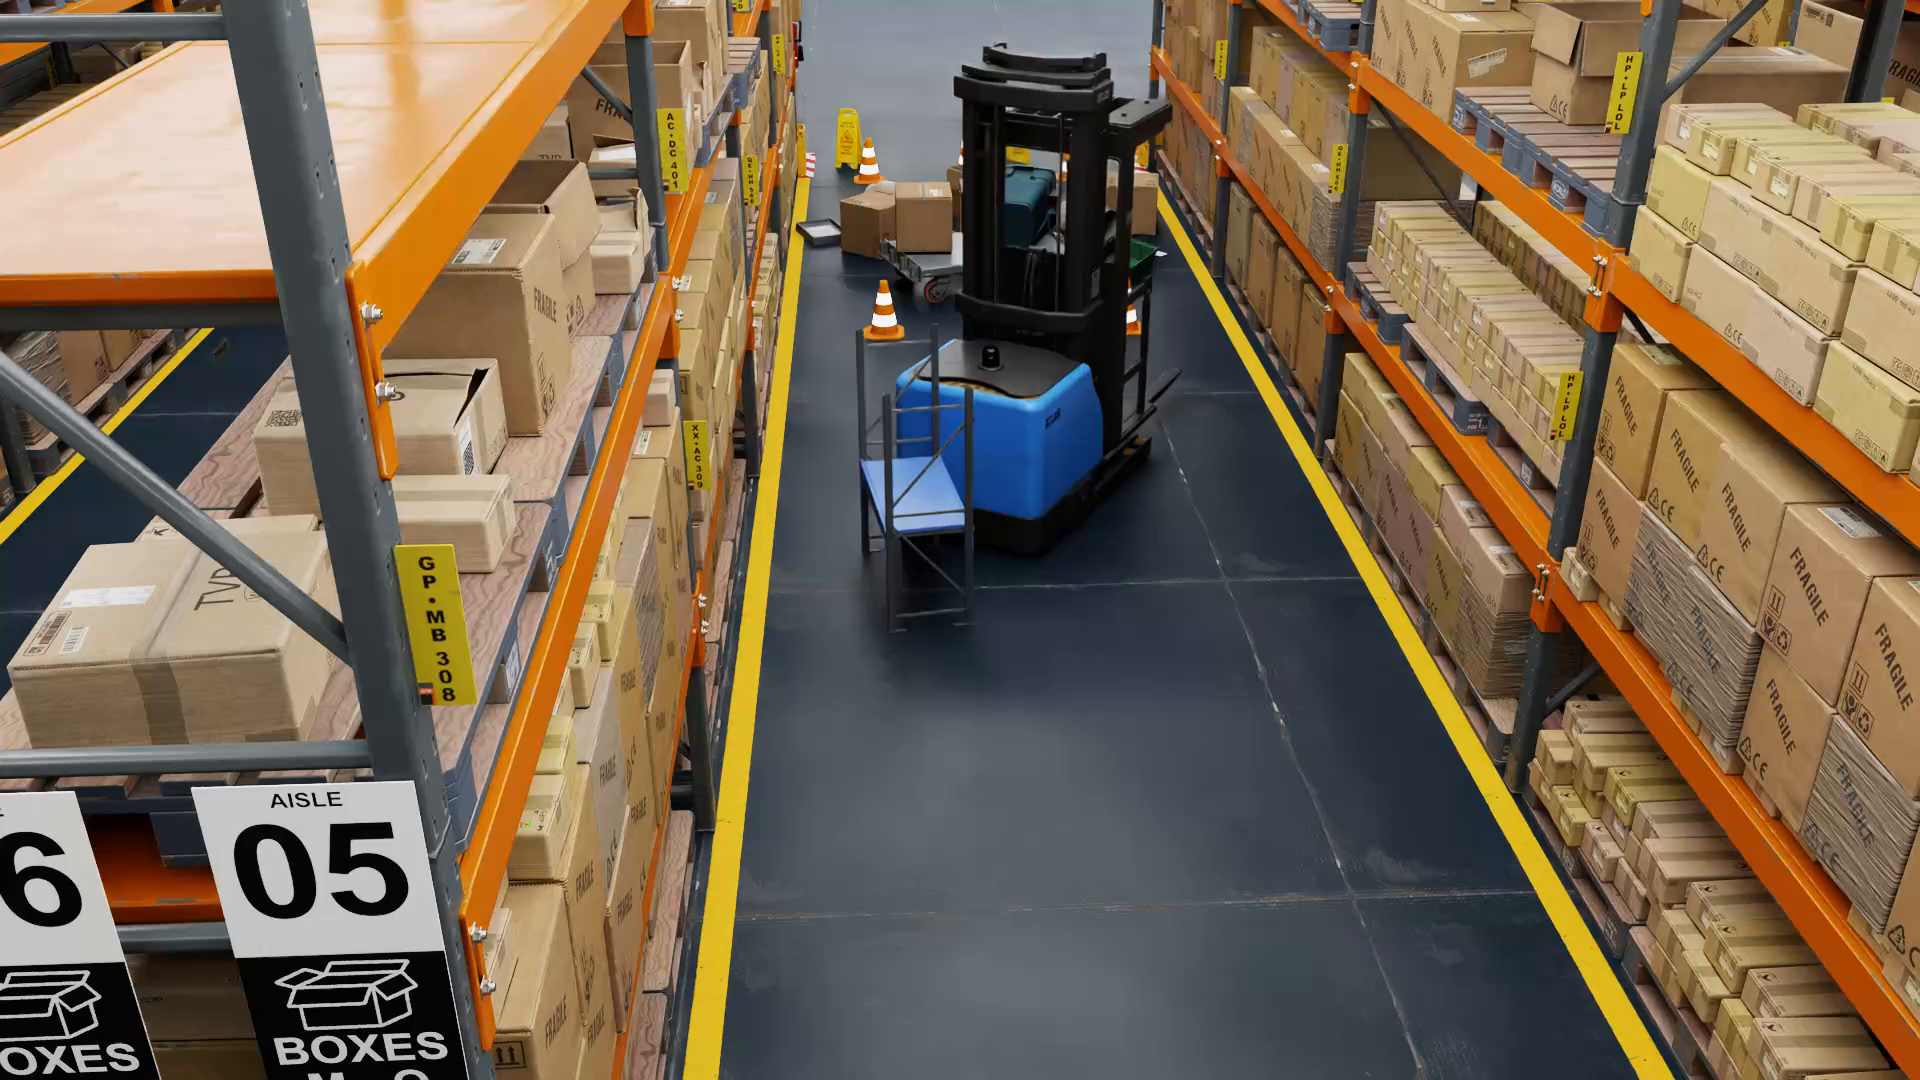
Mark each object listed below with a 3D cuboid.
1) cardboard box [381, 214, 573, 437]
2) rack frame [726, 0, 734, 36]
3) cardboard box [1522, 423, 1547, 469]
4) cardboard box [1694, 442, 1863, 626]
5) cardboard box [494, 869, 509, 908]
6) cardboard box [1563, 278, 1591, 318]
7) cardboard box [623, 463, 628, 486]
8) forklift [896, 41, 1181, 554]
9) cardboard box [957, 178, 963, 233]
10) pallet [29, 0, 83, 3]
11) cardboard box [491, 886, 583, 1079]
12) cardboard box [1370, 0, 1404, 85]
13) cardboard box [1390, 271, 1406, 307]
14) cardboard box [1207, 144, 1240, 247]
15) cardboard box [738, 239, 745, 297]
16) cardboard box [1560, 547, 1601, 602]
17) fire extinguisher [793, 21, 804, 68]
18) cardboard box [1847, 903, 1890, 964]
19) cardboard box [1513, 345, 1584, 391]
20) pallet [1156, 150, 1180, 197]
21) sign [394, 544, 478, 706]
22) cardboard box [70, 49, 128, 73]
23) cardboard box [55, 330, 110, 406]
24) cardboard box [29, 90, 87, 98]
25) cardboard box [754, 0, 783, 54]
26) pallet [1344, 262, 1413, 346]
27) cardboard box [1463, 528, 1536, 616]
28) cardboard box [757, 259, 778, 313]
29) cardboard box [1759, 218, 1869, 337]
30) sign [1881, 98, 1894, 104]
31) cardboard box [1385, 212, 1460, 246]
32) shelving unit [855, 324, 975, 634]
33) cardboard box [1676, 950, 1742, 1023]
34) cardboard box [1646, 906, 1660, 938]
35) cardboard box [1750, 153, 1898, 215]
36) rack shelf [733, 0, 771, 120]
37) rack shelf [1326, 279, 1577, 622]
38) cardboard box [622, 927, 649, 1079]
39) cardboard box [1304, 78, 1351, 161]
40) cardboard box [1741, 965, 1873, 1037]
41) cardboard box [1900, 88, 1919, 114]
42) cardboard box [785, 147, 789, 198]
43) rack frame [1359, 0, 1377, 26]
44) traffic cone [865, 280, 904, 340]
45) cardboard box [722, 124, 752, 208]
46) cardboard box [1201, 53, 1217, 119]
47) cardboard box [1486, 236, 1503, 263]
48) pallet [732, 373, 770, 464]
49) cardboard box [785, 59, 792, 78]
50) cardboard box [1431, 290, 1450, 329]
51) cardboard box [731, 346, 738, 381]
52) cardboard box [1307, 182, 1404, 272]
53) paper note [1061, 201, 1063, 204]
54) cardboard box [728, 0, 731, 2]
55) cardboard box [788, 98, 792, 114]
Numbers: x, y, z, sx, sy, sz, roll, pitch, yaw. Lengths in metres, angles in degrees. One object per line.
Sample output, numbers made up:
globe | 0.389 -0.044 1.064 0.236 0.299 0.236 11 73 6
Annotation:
cardboard box | -1.434 -0.623 4.786 0.500 0.500 0.500 -1 28 -2
rack frame | -1.896 -4.438 9.527 1.000 3.000 0.127 -1 28 -3
cardboard box | 3.018 -0.470 8.225 0.380 0.149 0.250 -1 28 -2
cardboard box | 3.069 -0.029 6.052 0.500 0.500 0.500 -1 28 -2
cardboard box | -1.305 0.852 3.983 0.380 0.149 0.250 -1 28 -1
cardboard box | 3.603 -1.350 9.268 0.380 0.149 0.250 -1 28 -1
cardboard box | -1.413 -0.215 6.027 0.380 0.149 0.250 -2 28 -3
forklift | 0.708 -1.866 11.158 1.130 2.935 3.031 14 30 24
cardboard box | 0.363 -3.244 16.278 0.797 0.637 0.503 -1 28 -3
pallet | -7.003 -4.341 12.793 0.805 0.209 1.217 -2 28 -5
cardboard box | -1.219 1.201 4.015 0.500 0.500 0.500 -2 28 -4
cardboard box | 2.806 -3.048 9.998 0.500 0.500 0.500 -1 28 -3
cardboard box | 2.892 -1.559 10.312 0.380 0.149 0.250 0 28 0
cardboard box | 2.870 -3.327 15.729 0.875 0.875 0.875 -1 28 -2
cardboard box | -1.617 -1.715 10.416 0.500 0.250 0.500 -1 28 -3
cardboard box | 2.939 0.154 7.484 0.380 0.149 0.250 0 28 -1
fire extinguisher | -1.859 -5.502 18.139 0.296 0.674 0.183 -1 28 -3
cardboard box | 3.136 1.248 5.386 0.380 0.149 0.250 -3 28 -5
cardboard box | 3.009 -0.859 8.328 0.380 0.149 0.250 -2 28 -4
pallet | 2.744 -4.034 18.257 1.003 0.211 1.213 -1 28 -3
sign | -0.924 0.154 2.937 0.100 0.325 0.005 -1 28 -3
cardboard box | -7.380 -4.107 14.250 0.380 0.149 0.250 -1 28 -3
cardboard box | -6.914 -1.379 12.265 0.875 0.625 0.625 -1 28 -1
cardboard box | -7.296 -3.543 13.489 0.380 0.149 0.250 -2 28 -4
cardboard box | -1.911 -4.453 14.533 0.700 0.500 0.500 -2 28 -3
pallet | 3.186 -1.532 10.651 1.213 0.211 1.003 -1 28 -3
cardboard box | 2.959 0.155 8.647 0.500 0.250 0.500 -2 28 -4
cardboard box | -2.034 -2.072 13.866 0.950 0.372 0.625 0 28 1
cardboard box | 3.070 -0.891 5.592 0.500 0.250 0.500 -1 28 -2
sign | 3.792 -1.672 6.910 0.100 0.325 0.005 -1 28 -3
cardboard box | 2.889 -1.940 10.401 0.380 0.149 0.250 -2 28 -4
shelving unit | -0.275 -0.378 9.852 0.538 1.500 1.048 -5 28 -10
cardboard box | 3.041 1.736 6.485 0.380 0.149 0.250 -1 28 -2
cardboard box | 3.140 1.633 7.004 0.380 0.149 0.250 -3 28 -5
cardboard box | 3.043 -1.256 5.861 0.380 0.149 0.250 -2 28 -4
rack shelf | -2.000 -3.712 12.158 1.077 0.370 4.000 -1 28 -3
rack shelf | 3.146 -0.701 9.629 1.077 0.370 4.000 -1 28 -3
cardboard box | -1.714 1.725 6.515 0.875 0.438 0.875 -2 28 -4
cardboard box | 2.972 -3.109 12.279 0.700 0.500 0.500 -2 28 -3
cardboard box | 3.160 1.724 6.186 0.380 0.149 0.250 -2 28 -4
cardboard box | 7.974 -3.298 13.263 0.797 0.503 0.637 1 28 3
cardboard box | -1.906 -3.450 15.830 0.500 0.500 0.500 0 28 -1
rack frame | 3.042 -4.604 9.846 1.000 3.000 0.127 -1 28 -3
traffic cone | -0.642 -1.961 14.010 0.336 0.463 0.334 -1 28 -3
cardboard box | -1.723 -2.594 11.596 0.500 0.500 0.500 0 28 0
cardboard box | 2.751 -4.281 15.552 0.875 0.550 0.550 -1 28 -3
cardboard box | 3.538 -1.810 10.473 0.380 0.149 0.250 0 28 -1
pallet | -1.935 -0.902 12.251 1.003 0.211 1.213 -1 28 -3
cardboard box | -1.921 -4.842 17.061 0.380 0.149 0.250 -1 28 -2
cardboard box | 2.935 -1.328 9.548 0.380 0.149 0.250 -2 28 -3
cardboard box | -1.558 -1.015 9.615 0.500 0.250 0.500 -2 28 -3
cardboard box | 2.750 -2.190 11.596 0.500 0.500 0.500 -1 28 -3
paper note | 1.008 -3.575 17.574 0.144 0.017 0.142 8 29 15
cardboard box | -1.726 -3.169 9.773 0.797 0.503 0.637 -3 28 -6
cardboard box | -1.915 -4.411 16.971 0.380 0.149 0.250 -1 28 -2
